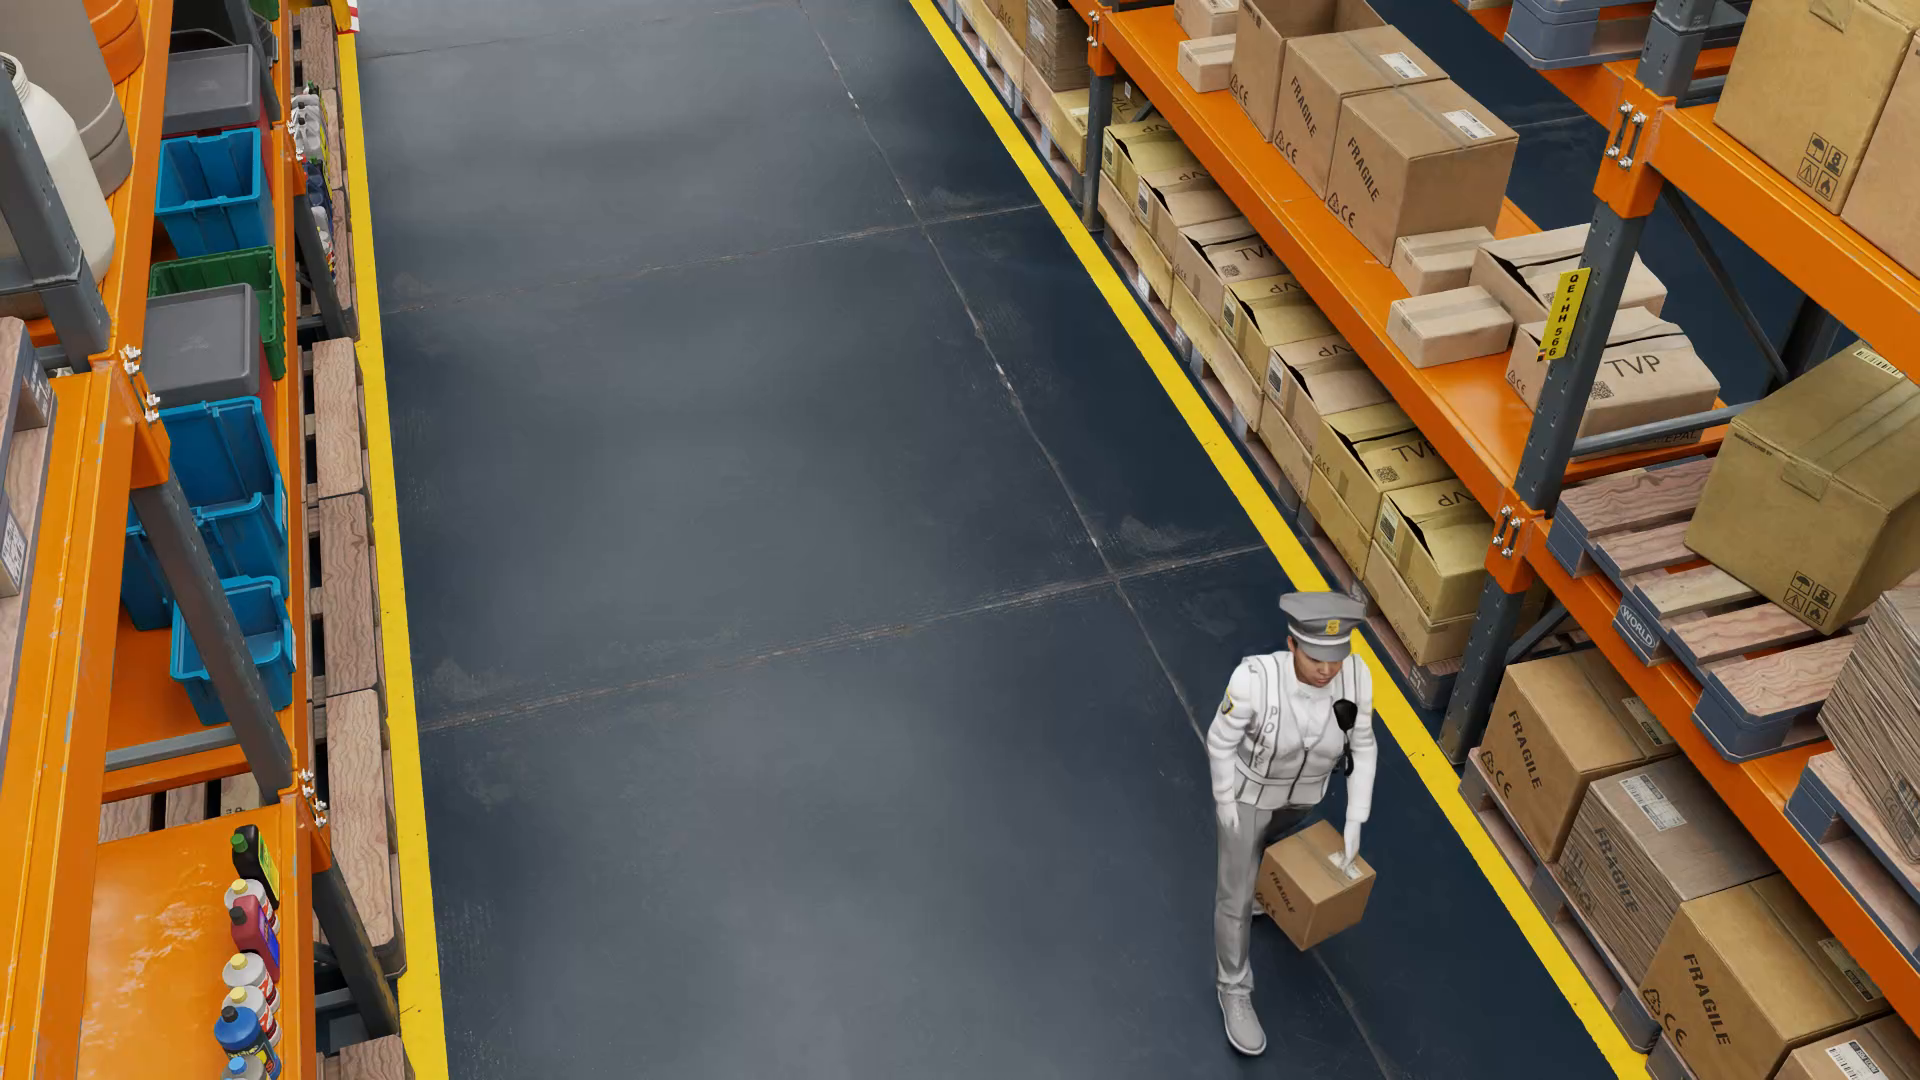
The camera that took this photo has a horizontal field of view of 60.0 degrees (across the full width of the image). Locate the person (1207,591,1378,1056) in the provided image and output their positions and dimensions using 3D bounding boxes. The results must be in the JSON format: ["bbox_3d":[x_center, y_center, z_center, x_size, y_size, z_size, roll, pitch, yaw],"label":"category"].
[{"bbox_3d":[1.040,0.822,5.239,0.512,1.661,0.834,-8,43,-9],"label":"person"}]
